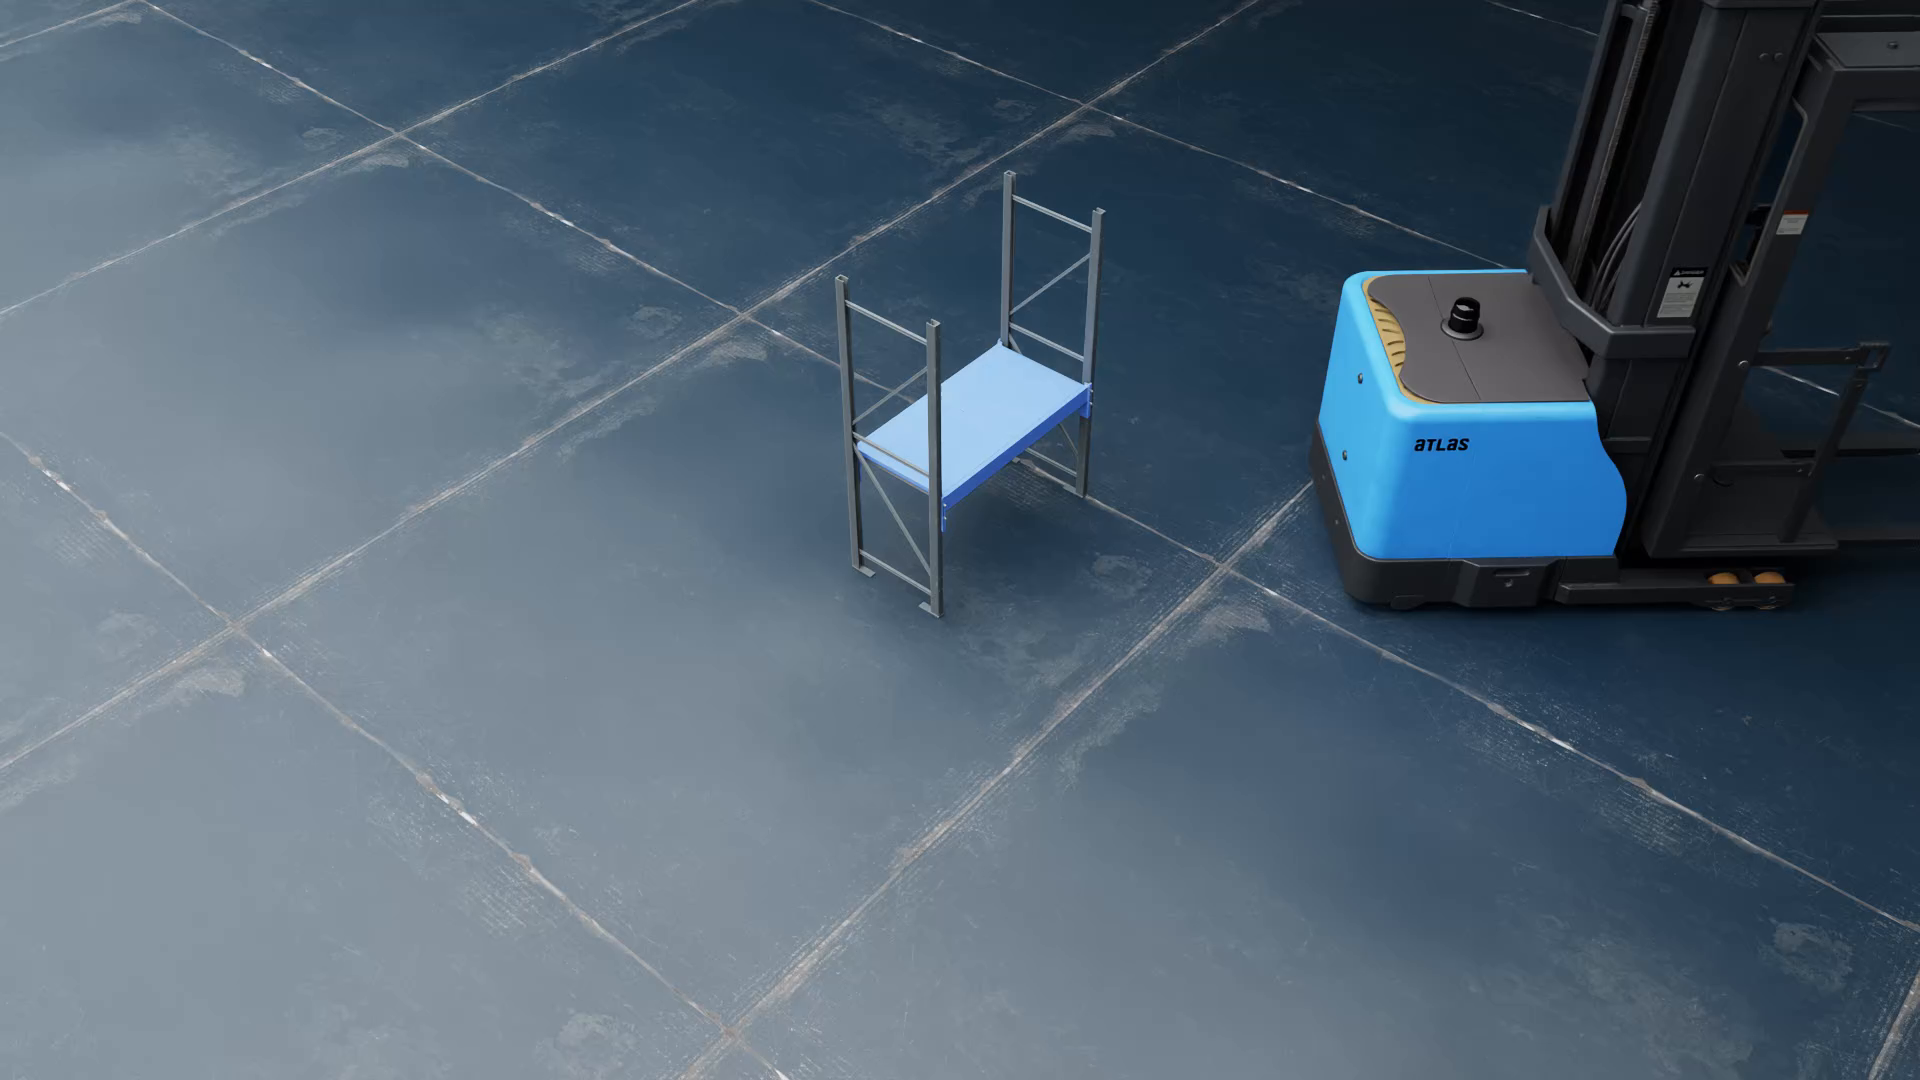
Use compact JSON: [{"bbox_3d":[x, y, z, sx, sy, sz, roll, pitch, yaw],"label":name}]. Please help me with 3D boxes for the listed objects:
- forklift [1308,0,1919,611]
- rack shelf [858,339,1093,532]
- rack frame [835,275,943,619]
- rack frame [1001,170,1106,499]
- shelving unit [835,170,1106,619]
[{"bbox_3d":[3.146,-1.142,6.510,3.031,2.935,1.130,-1,42,-1],"label":"forklift"},{"bbox_3d":[0.055,-0.466,7.097,0.538,0.185,1.000,29,50,28],"label":"rack shelf"},{"bbox_3d":[-0.272,-0.337,6.688,0.500,1.500,0.032,29,50,28],"label":"rack frame"},{"bbox_3d":[0.382,-0.861,7.264,0.500,1.500,0.032,29,50,28],"label":"rack frame"},{"bbox_3d":[0.055,-0.599,6.976,0.538,1.500,1.048,29,50,28],"label":"shelving unit"}]
